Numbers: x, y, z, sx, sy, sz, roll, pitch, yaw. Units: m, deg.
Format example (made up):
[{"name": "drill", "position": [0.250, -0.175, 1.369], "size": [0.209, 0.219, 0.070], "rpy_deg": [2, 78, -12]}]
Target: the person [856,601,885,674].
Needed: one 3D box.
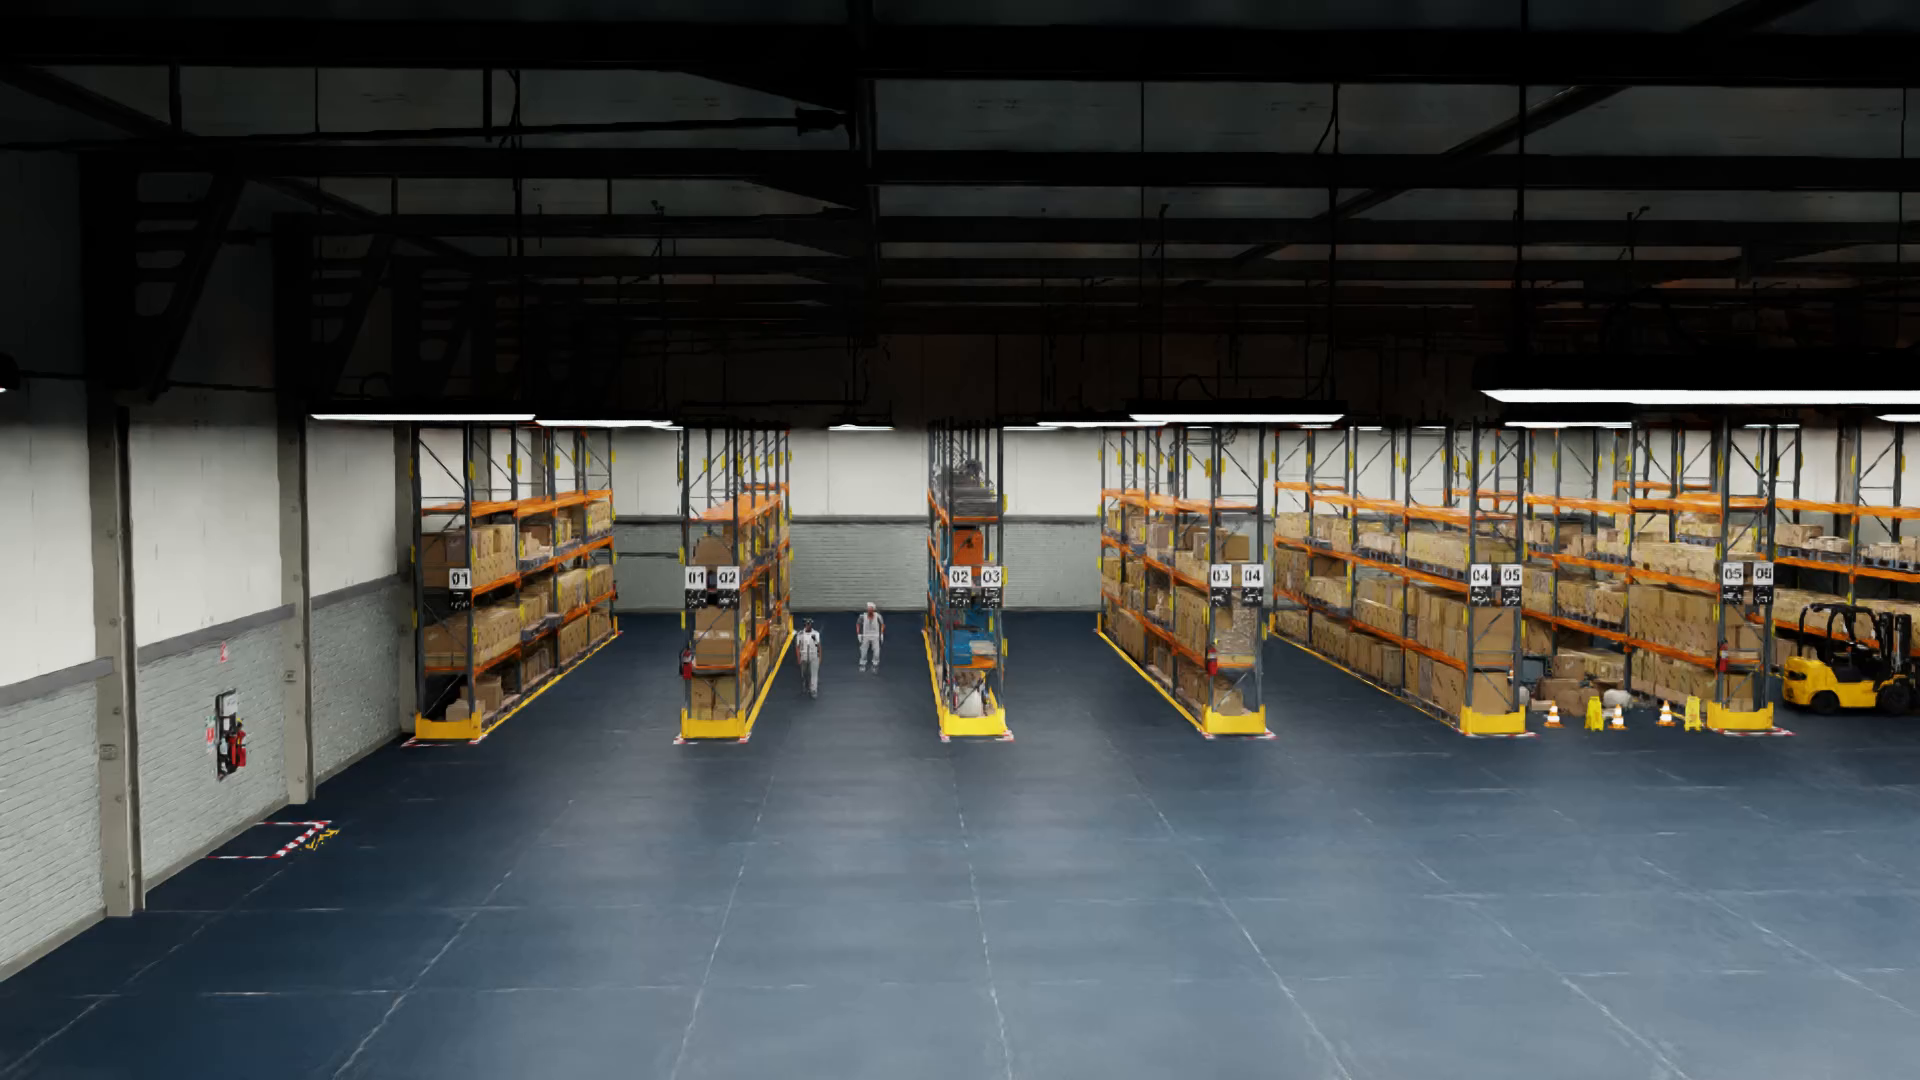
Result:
[{"name": "person", "position": [-2.111, 2.304, 39.213], "size": [0.677, 1.741, 0.550], "rpy_deg": [0, 4, -4]}]

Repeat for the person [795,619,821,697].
[{"name": "person", "position": [-3.287, 2.528, 35.959], "size": [0.542, 1.664, 1.126], "rpy_deg": [0, 4, 0]}]

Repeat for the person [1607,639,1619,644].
[{"name": "person", "position": [17.681, 1.998, 44.896], "size": [0.361, 1.630, 0.454], "rpy_deg": [1, 4, 15]}]
